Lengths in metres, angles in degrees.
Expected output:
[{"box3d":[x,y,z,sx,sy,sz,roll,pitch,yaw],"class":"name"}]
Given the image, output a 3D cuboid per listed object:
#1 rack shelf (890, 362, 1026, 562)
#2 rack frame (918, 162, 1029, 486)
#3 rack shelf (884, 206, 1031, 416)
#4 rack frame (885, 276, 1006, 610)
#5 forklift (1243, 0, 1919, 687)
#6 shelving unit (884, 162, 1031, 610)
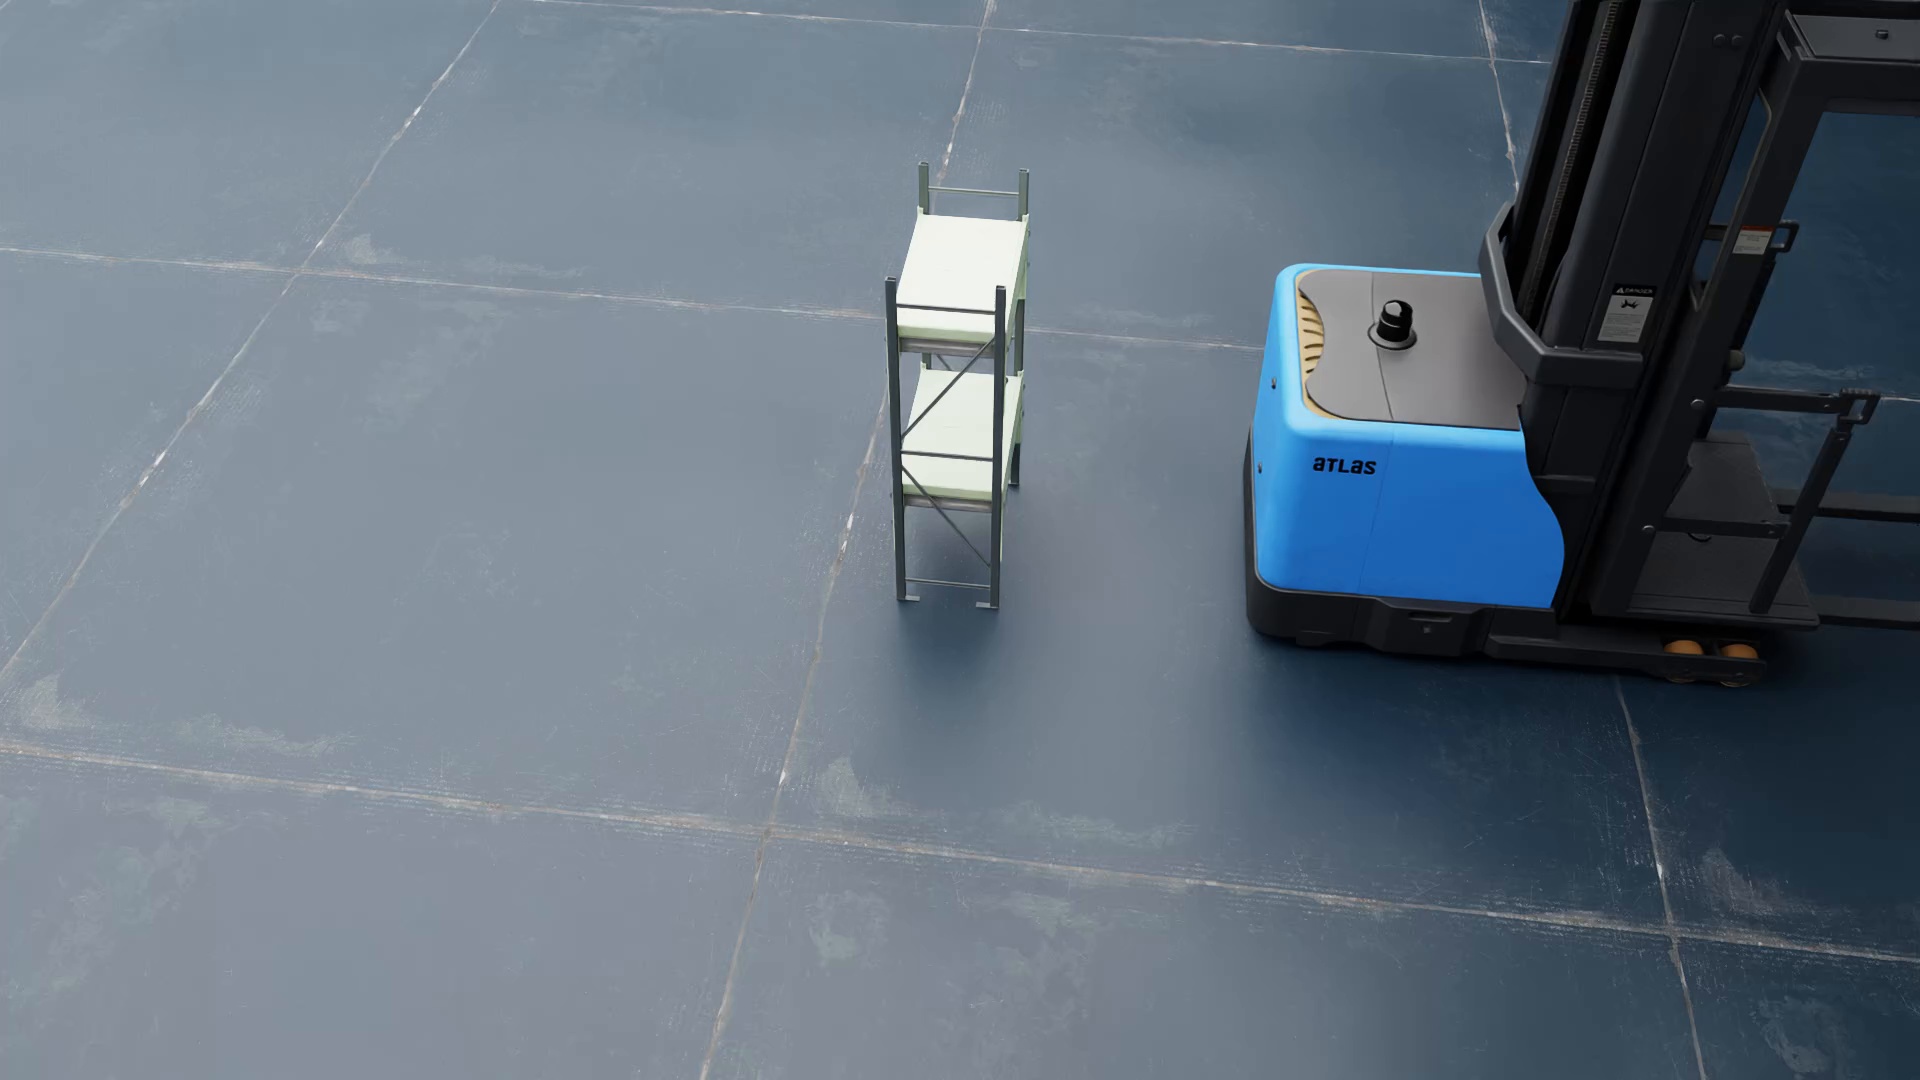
[{"box3d":[0.001,-0.312,6.463,0.431,0.370,0.720,5,44,6],"class":"rack shelf"},{"box3d":[0.049,-0.799,6.503,0.400,1.500,0.023,5,44,6],"class":"rack frame"},{"box3d":[0.001,-0.833,5.971,0.431,0.370,0.720,5,44,6],"class":"rack shelf"},{"box3d":[-0.048,-0.300,5.976,0.400,1.500,0.023,5,44,6],"class":"rack frame"},{"box3d":[2.646,-0.906,5.575,3.031,2.935,1.130,4,44,4],"class":"forklift"},{"box3d":[0.001,-0.549,6.239,0.431,1.500,0.755,5,44,6],"class":"shelving unit"}]
